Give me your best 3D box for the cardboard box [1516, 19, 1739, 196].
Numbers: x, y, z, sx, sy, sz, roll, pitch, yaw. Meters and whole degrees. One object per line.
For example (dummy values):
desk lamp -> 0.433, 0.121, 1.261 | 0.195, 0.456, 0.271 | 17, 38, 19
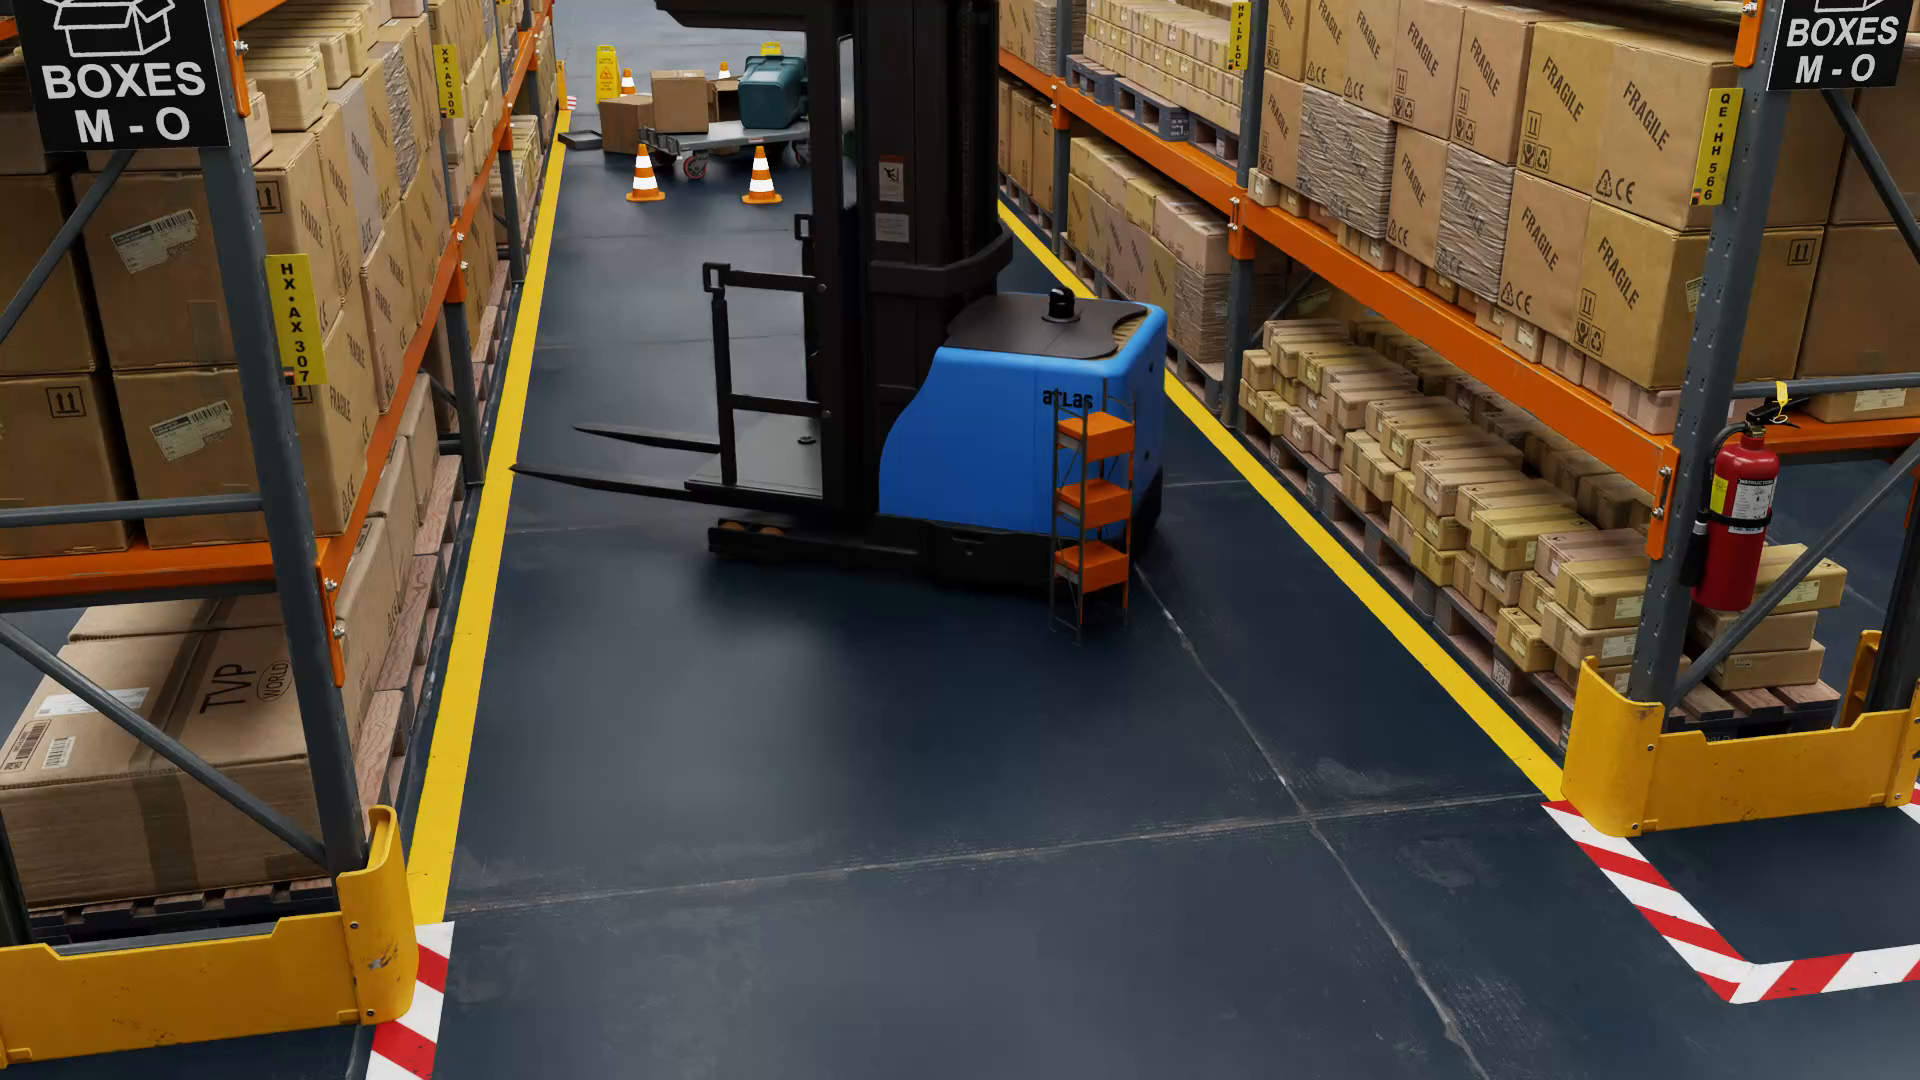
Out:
cardboard box -> 2.265, -1.468, 5.618 | 0.500, 0.500, 0.500 | -5, 24, -12

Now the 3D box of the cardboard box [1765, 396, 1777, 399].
cardboard box -> 2.862, -0.601, 5.691 | 0.380, 0.149, 0.250 | -3, 24, -8

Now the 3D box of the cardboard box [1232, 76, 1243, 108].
cardboard box -> 1.680, -2.396, 8.906 | 0.380, 0.149, 0.250 | -4, 24, -8

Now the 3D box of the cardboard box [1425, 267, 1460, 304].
cardboard box -> 2.133, -1.076, 6.779 | 0.380, 0.149, 0.250 | -4, 24, -9

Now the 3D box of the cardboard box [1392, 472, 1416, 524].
cardboard box -> 2.074, -0.185, 7.091 | 0.380, 0.149, 0.250 | -3, 24, -7

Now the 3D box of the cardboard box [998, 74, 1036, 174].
cardboard box -> 0.846, -3.731, 14.832 | 1.050, 0.750, 0.750 | -4, 24, -10

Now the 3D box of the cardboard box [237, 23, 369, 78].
cardboard box -> -2.198, -1.635, 5.562 | 0.380, 0.149, 0.250 | -5, 24, -11

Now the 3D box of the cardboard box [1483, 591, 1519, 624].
cardboard box -> 2.274, 0.251, 6.464 | 0.380, 0.149, 0.250 | -4, 24, -10

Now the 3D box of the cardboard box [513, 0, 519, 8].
cardboard box -> -3.884, -4.592, 13.496 | 0.500, 0.500, 0.500 | -3, 24, -8

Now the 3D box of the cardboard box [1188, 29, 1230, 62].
cardboard box -> 1.536, -2.844, 9.561 | 0.380, 0.149, 0.250 | -4, 24, -10

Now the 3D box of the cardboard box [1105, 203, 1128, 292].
cardboard box -> 1.284, -1.964, 11.099 | 0.500, 0.500, 0.500 | -5, 24, -11

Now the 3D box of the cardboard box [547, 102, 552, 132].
cardboard box -> -4.331, -4.175, 16.471 | 0.500, 0.250, 0.500 | -3, 24, -7

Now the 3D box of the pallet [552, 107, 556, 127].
pallet -> -4.988, -4.724, 18.303 | 1.003, 0.211, 1.213 | -4, 24, -10

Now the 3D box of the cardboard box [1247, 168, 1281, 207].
cardboard box -> 1.678, -1.790, 8.414 | 0.380, 0.149, 0.250 | -3, 24, -8

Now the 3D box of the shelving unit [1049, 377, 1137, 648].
shelving unit -> 0.529, -0.105, 6.679 | 0.252, 1.050, 0.215 | -15, 28, -31

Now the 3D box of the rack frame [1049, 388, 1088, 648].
rack frame -> 0.428, -0.078, 6.616 | 0.008, 1.050, 0.200 | -15, 28, -31

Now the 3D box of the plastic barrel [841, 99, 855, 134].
plastic barrel -> -1.249, -4.339, 17.156 | 0.512, 0.421, 0.421 | 13, 27, 27

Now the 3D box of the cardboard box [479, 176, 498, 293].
cardboard box -> -3.592, -2.149, 11.052 | 0.875, 0.875, 0.875 | -5, 24, -10

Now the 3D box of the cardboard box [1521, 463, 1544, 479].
cardboard box -> 2.541, -0.226, 7.185 | 0.380, 0.149, 0.250 | -3, 24, -7

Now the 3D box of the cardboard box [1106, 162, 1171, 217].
cardboard box -> 1.270, -2.320, 10.976 | 0.500, 0.250, 0.500 | -4, 24, -9

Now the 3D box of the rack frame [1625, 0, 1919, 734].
rack frame -> 2.687, -0.467, 5.072 | 1.000, 3.000, 0.127 | -4, 24, -10

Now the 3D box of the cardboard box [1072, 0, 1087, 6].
cardboard box -> 1.135, -4.295, 12.462 | 0.700, 0.500, 0.500 | -4, 24, -10

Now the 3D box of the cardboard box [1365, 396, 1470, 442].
cardboard box -> 2.065, -0.531, 7.513 | 0.380, 0.149, 0.250 | -5, 24, -12

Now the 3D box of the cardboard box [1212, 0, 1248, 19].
cardboard box -> 1.895, -3.498, 11.058 | 0.380, 0.149, 0.250 | -4, 24, -8

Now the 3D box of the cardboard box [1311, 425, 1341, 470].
cardboard box -> 1.942, -0.465, 8.103 | 0.380, 0.149, 0.250 | -5, 24, -11

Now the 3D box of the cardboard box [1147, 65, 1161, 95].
cardboard box -> 1.386, -2.876, 10.377 | 0.380, 0.149, 0.250 | -5, 24, -11

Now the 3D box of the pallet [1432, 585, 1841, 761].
pallet -> 2.558, 0.459, 6.436 | 1.003, 0.211, 1.213 | -4, 24, -10

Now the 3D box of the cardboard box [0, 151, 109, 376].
cardboard box -> -2.482, -0.737, 4.315 | 0.500, 0.500, 0.500 | -4, 24, -8

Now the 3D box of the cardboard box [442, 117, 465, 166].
cardboard box -> -2.703, -1.989, 8.118 | 0.500, 0.250, 0.500 | -5, 24, -11

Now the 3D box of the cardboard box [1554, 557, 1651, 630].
cardboard box -> 2.340, 0.185, 5.873 | 0.380, 0.149, 0.250 | -4, 24, -9

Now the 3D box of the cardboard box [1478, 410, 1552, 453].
cardboard box -> 2.521, -0.465, 7.361 | 0.380, 0.149, 0.250 | -4, 24, -10

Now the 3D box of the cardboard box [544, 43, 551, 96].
cardboard box -> -4.426, -4.723, 16.790 | 0.500, 0.500, 0.500 | -3, 24, -7

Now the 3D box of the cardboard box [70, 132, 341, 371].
cardboard box -> -1.967, -0.775, 4.402 | 0.500, 0.500, 0.500 | -5, 24, -11

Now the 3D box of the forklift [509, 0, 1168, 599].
forklift -> -0.626, -1.424, 7.348 | 3.031, 2.935, 1.130 | 7, 25, 16

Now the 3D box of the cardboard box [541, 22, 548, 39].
cardboard box -> -4.489, -5.289, 17.277 | 0.380, 0.149, 0.250 | -3, 24, -7

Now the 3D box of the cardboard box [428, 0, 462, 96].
cardboard box -> -2.697, -2.333, 7.969 | 0.500, 0.500, 0.500 | -4, 24, -9

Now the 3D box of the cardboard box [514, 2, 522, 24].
cardboard box -> -3.846, -4.373, 13.803 | 0.380, 0.149, 0.250 | -4, 24, -9

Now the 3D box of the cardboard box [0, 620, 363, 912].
cardboard box -> -2.379, 0.669, 5.148 | 0.875, 0.438, 0.875 | -5, 24, -12

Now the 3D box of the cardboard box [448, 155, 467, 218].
cardboard box -> -2.720, -1.758, 8.215 | 0.500, 0.250, 0.500 | -5, 24, -11

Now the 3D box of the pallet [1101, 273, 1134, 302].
pallet -> 1.573, -1.549, 11.034 | 1.003, 0.211, 1.213 | -4, 24, -10

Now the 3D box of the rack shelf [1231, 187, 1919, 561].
rack shelf -> 2.318, -0.924, 7.017 | 1.077, 0.370, 4.000 | -4, 24, -10

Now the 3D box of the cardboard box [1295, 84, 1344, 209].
cardboard box -> 1.890, -1.815, 7.661 | 0.500, 0.500, 0.500 | -4, 24, -10

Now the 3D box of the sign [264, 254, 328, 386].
sign -> -1.612, -0.533, 4.041 | 0.100, 0.325, 0.005 | -4, 24, -10

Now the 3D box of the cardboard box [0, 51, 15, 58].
cardboard box -> -9.313, -4.620, 16.242 | 0.500, 0.250, 0.500 | -5, 24, -11

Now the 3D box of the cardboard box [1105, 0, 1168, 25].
cardboard box -> 1.196, -3.565, 11.211 | 0.380, 0.149, 0.250 | -4, 24, -10

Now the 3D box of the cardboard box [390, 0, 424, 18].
cardboard box -> -2.529, -2.338, 7.171 | 0.380, 0.149, 0.250 | -5, 24, -11

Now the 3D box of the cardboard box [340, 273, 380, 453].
cardboard box -> -2.086, -0.514, 5.054 | 0.500, 0.500, 0.500 | -5, 24, -11

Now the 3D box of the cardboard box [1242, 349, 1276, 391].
cardboard box -> 1.700, -0.896, 8.720 | 0.380, 0.149, 0.250 | -3, 24, -7

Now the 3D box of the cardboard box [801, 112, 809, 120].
cardboard box -> -1.660, -4.474, 17.662 | 0.396, 0.266, 0.258 | 0, 24, -1

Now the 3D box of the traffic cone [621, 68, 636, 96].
traffic cone -> -3.770, -5.118, 18.891 | 0.336, 0.463, 0.334 | -4, 24, -10

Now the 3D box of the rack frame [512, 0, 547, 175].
rack frame -> -4.378, -4.781, 14.949 | 1.000, 3.000, 0.127 | -4, 24, -10

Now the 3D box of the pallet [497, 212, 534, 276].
pallet -> -3.781, -2.237, 12.609 | 1.003, 0.211, 1.213 | -4, 24, -10

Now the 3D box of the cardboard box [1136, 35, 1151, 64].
cardboard box -> 1.340, -3.116, 10.554 | 0.380, 0.149, 0.250 | -5, 24, -10
